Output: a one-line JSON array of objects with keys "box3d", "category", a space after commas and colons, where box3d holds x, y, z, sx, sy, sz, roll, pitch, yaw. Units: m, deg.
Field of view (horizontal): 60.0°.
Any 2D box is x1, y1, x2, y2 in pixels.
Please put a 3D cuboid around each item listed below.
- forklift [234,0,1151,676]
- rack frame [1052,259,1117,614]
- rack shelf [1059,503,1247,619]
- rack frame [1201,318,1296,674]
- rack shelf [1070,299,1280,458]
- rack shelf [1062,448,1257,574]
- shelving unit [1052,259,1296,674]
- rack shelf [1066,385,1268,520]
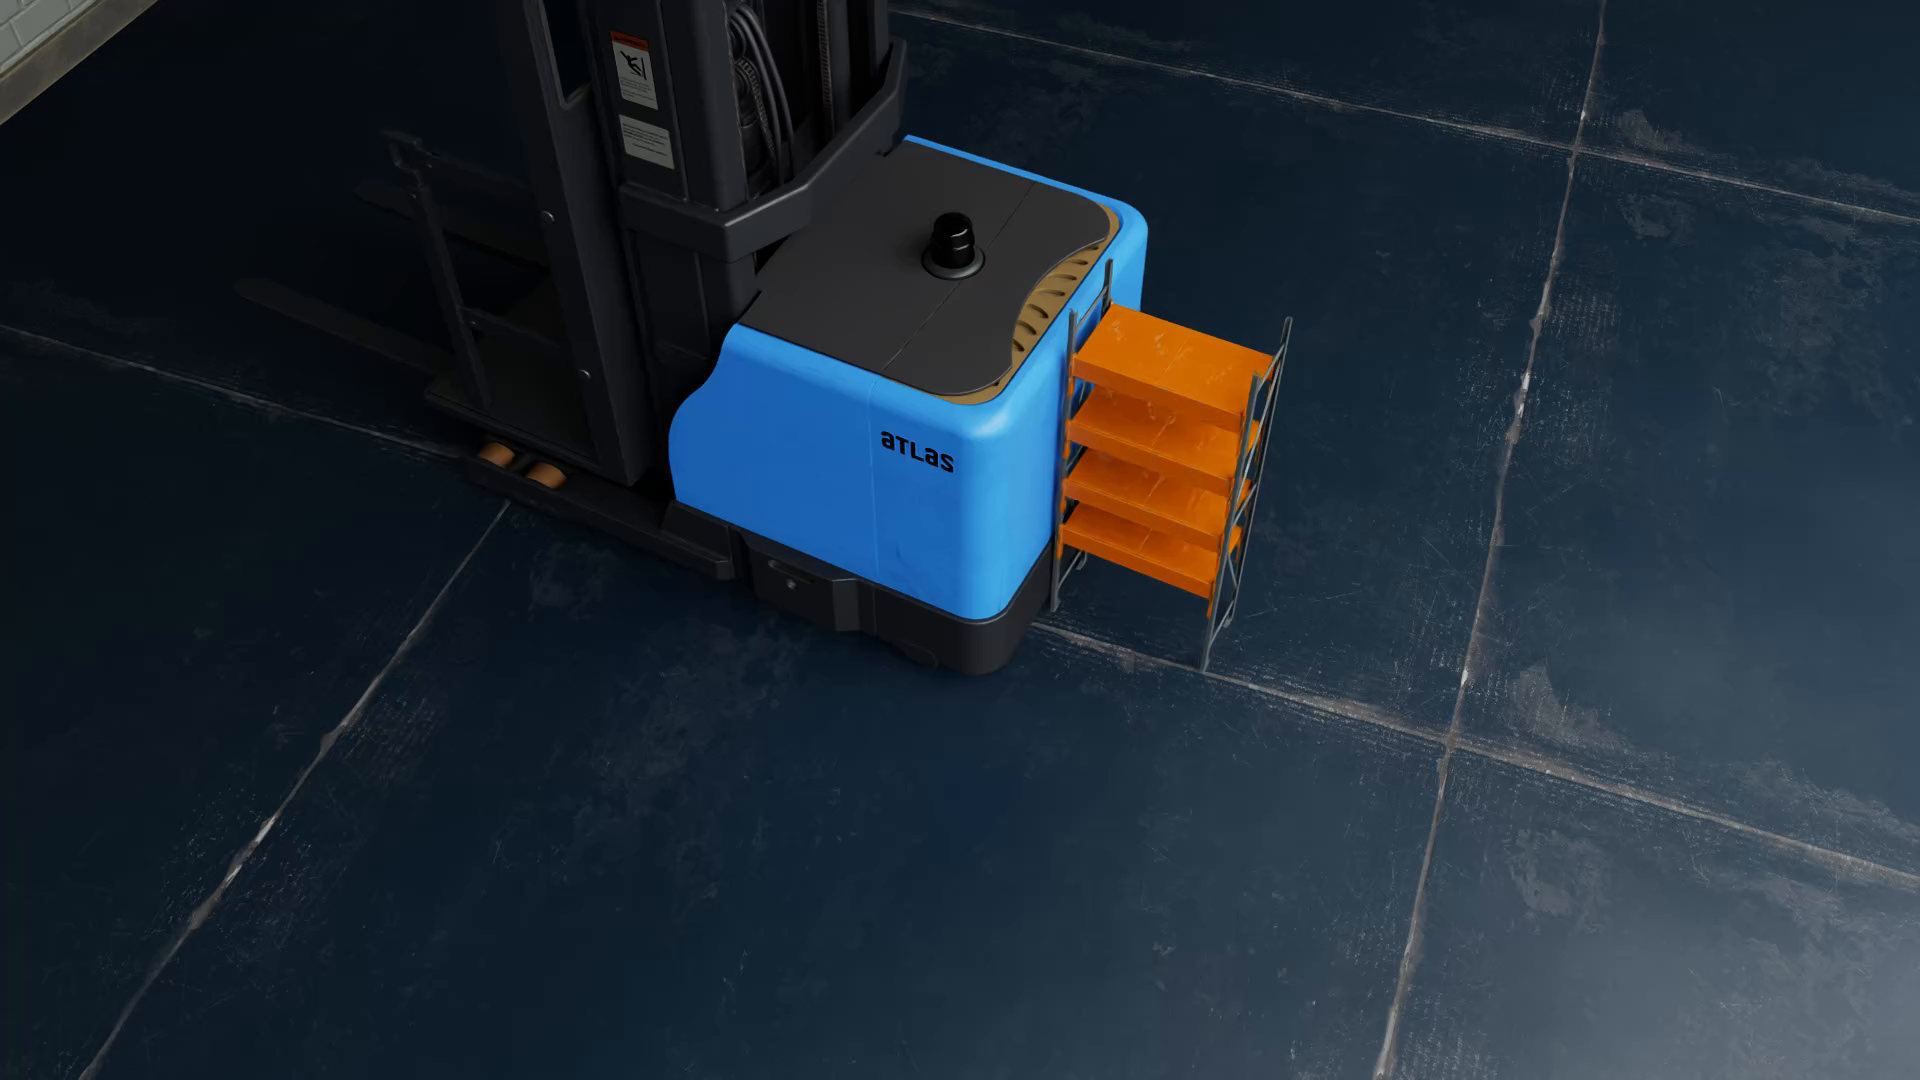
[{"box3d": [-1.000, -1.372, 4.500, 3.031, 2.935, 1.130, 22, 52, 18], "category": "forklift"}, {"box3d": [0.342, -0.250, 4.673, 0.015, 1.200, 0.240, 22, 52, 18], "category": "rack frame"}, {"box3d": [0.559, 0.010, 4.799, 0.480, 0.148, 0.258, 22, 52, 18], "category": "rack shelf"}, {"box3d": [0.775, -0.079, 4.524, 0.015, 1.200, 0.240, 22, 52, 18], "category": "rack frame"}, {"box3d": [0.559, -0.422, 4.302, 0.480, 0.148, 0.258, 22, 52, 18], "category": "rack shelf"}, {"box3d": [0.559, -0.120, 4.649, 0.480, 0.148, 0.258, 22, 52, 18], "category": "rack shelf"}, {"box3d": [0.559, -0.165, 4.599, 0.503, 1.200, 0.258, 22, 52, 18], "category": "shelving unit"}, {"box3d": [0.559, -0.267, 4.480, 0.480, 0.148, 0.258, 22, 52, 18], "category": "rack shelf"}]
